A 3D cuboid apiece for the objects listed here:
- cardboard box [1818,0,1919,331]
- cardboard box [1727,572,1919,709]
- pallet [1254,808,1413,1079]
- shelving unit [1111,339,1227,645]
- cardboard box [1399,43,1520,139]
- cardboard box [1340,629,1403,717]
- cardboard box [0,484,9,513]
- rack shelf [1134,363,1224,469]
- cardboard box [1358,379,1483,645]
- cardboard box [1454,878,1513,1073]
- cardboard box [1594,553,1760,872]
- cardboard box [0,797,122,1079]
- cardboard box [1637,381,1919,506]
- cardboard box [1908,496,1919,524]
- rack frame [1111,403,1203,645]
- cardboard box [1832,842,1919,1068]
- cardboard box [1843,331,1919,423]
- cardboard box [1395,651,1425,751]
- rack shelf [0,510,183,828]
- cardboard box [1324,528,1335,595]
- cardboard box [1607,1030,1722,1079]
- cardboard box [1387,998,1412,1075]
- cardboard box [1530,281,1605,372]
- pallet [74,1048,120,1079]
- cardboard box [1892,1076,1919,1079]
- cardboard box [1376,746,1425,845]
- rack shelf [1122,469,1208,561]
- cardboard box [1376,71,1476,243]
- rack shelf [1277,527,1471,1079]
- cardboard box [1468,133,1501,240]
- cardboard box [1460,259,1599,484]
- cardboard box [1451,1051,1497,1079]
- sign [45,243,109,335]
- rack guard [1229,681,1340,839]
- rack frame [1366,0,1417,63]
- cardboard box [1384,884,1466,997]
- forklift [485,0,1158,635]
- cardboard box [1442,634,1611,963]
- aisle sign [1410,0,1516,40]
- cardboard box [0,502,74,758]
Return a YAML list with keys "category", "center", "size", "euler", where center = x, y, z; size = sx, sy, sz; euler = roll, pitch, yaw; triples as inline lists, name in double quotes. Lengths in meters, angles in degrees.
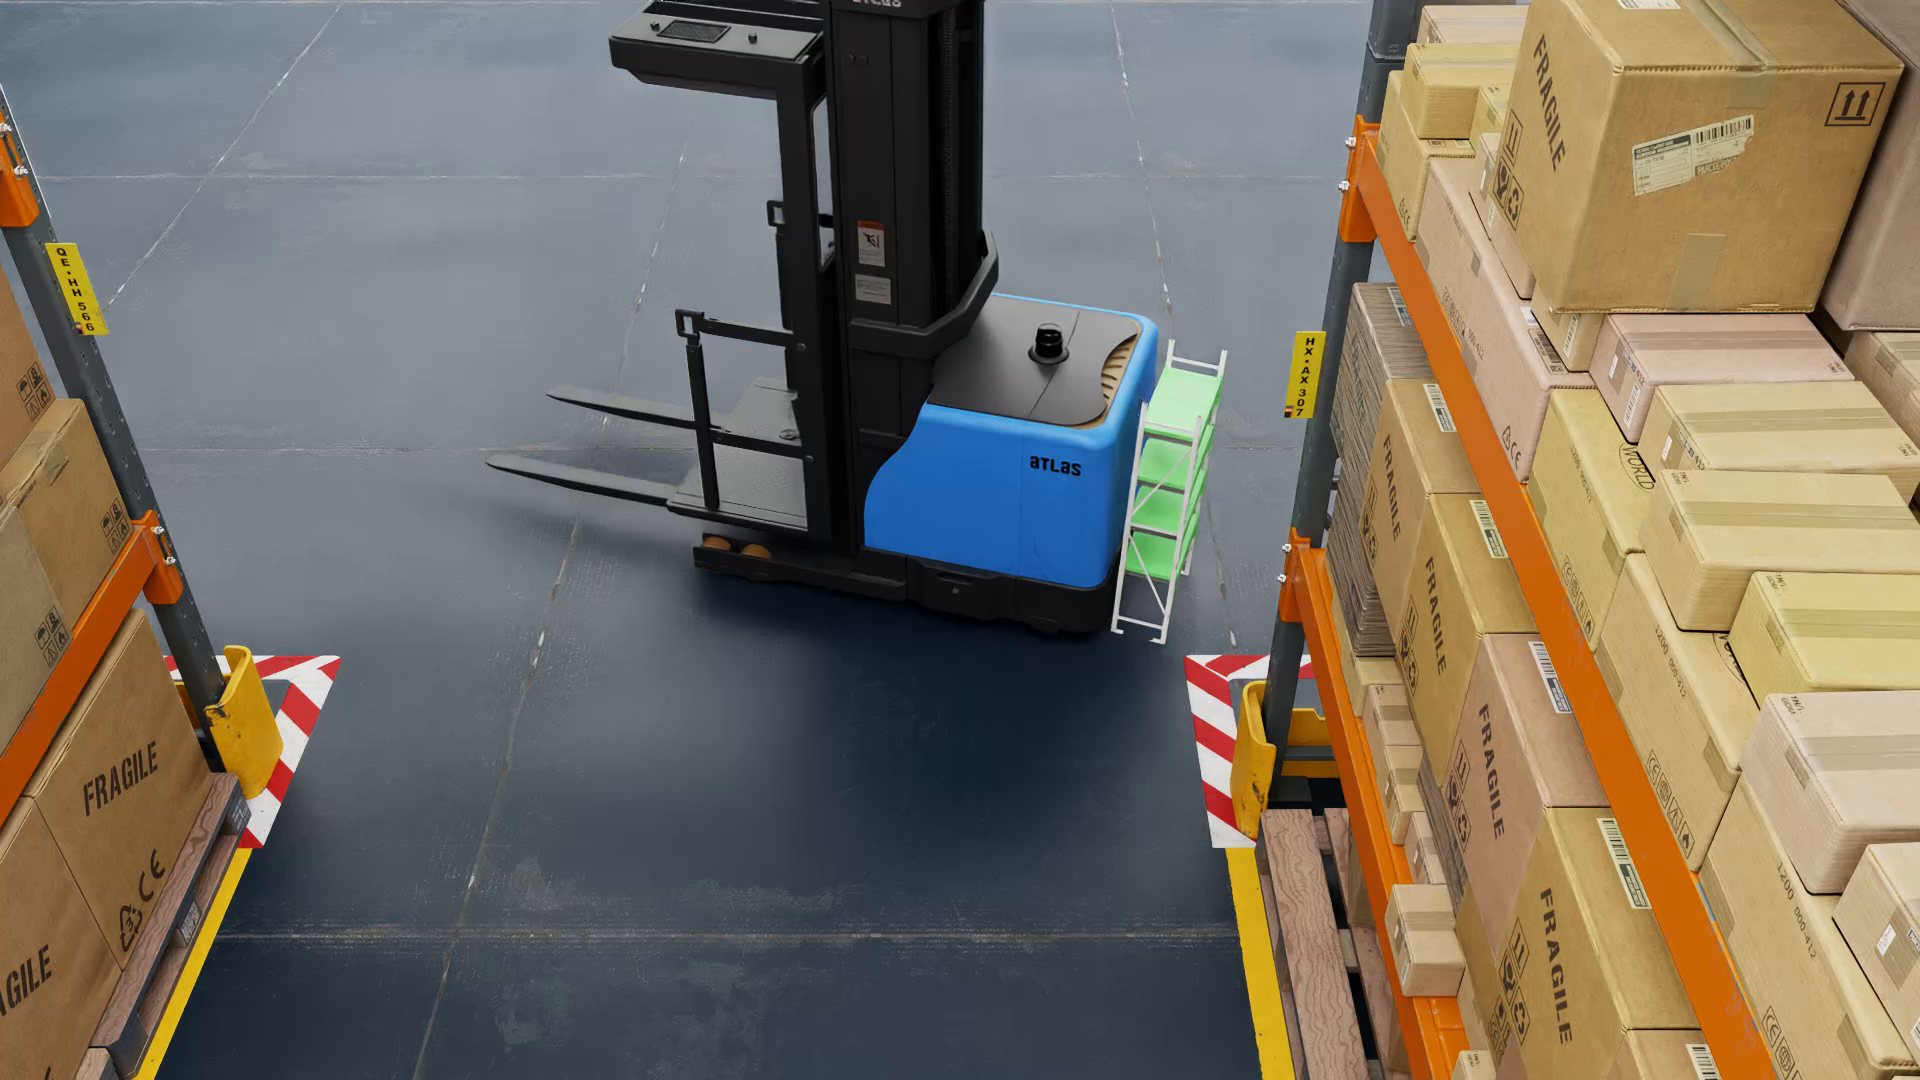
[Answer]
- category: "cardboard box"
  center: [1.902, -0.740, 3.158]
  size: [0.500, 0.500, 0.500]
  euler: [0, 39, 0]
- category: "cardboard box"
  center: [1.414, 0.185, 2.523]
  size: [0.380, 0.149, 0.250]
  euler: [1, 39, 2]
- category: "pallet"
  center: [1.613, 1.456, 5.765]
  size: [1.003, 0.211, 1.213]
  euler: [0, 39, 0]
- category: "shelving unit"
  center: [0.874, -0.187, 7.015]
  size: [0.258, 1.200, 0.503]
  euler: [14, 41, 12]
- category: "cardboard box"
  center: [1.320, -1.121, 4.153]
  size: [0.380, 0.149, 0.250]
  euler: [1, 39, 1]
- category: "cardboard box"
  center: [1.375, 0.401, 5.052]
  size: [0.380, 0.149, 0.250]
  euler: [0, 39, 0]
- category: "cardboard box"
  center: [-3.258, -0.152, 4.557]
  size: [0.875, 0.550, 0.550]
  euler: [0, 39, 0]
- category: "rack shelf"
  center: [0.892, -0.508, 6.750]
  size: [0.258, 0.148, 0.480]
  euler: [14, 41, 12]
- category: "cardboard box"
  center: [1.369, -0.076, 4.329]
  size: [0.500, 0.500, 0.500]
  euler: [0, 39, 0]
- category: "cardboard box"
  center: [1.687, 0.939, 3.862]
  size: [0.875, 0.500, 0.500]
  euler: [0, 39, 0]
- category: "cardboard box"
  center: [1.394, 0.271, 2.734]
  size: [0.500, 0.250, 0.500]
  euler: [0, 39, 0]
- category: "cardboard box"
  center: [-3.243, 1.392, 4.978]
  size: [0.875, 0.875, 0.875]
  euler: [-1, 39, -1]
- category: "cardboard box"
  center: [1.444, -0.150, 2.941]
  size: [0.380, 0.149, 0.250]
  euler: [-1, 39, -2]
- category: "cardboard box"
  center: [1.903, -0.051, 3.137]
  size: [0.500, 0.250, 0.500]
  euler: [-1, 39, -1]
- category: "rack frame"
  center: [0.798, -0.042, 6.834]
  size: [0.240, 1.200, 0.015]
  euler: [14, 41, 12]
- category: "cardboard box"
  center: [1.367, 0.519, 2.106]
  size: [0.380, 0.149, 0.250]
  euler: [-2, 39, -2]
- category: "cardboard box"
  center: [1.907, -0.297, 3.124]
  size: [0.380, 0.149, 0.250]
  euler: [-2, 39, -2]
- category: "cardboard box"
  center: [1.741, 0.314, 4.642]
  size: [0.875, 0.500, 0.500]
  euler: [0, 39, 0]
- category: "rack shelf"
  center: [-3.311, 1.284, 4.325]
  size: [1.077, 0.370, 4.000]
  euler: [0, 39, 0]
- category: "cardboard box"
  center: [1.409, 0.089, 5.442]
  size: [0.380, 0.149, 0.250]
  euler: [0, 39, 0]
- category: "cardboard box"
  center: [1.374, 1.174, 2.769]
  size: [0.500, 0.500, 0.500]
  euler: [0, 39, 0]
- category: "cardboard box"
  center: [1.666, 1.388, 5.282]
  size: [0.500, 0.500, 0.500]
  euler: [10, 40, 12]
- category: "cardboard box"
  center: [1.384, -0.470, 3.340]
  size: [0.380, 0.149, 0.250]
  euler: [-2, 39, -2]
- category: "pallet"
  center: [-3.235, 2.102, 4.959]
  size: [1.003, 0.211, 1.213]
  euler: [0, 39, 0]
- category: "cardboard box"
  center: [1.390, 0.917, 1.929]
  size: [0.500, 0.250, 0.500]
  euler: [1, 39, 2]
- category: "cardboard box"
  center: [1.390, 0.714, 4.661]
  size: [0.380, 0.149, 0.250]
  euler: [0, 39, 0]
- category: "rack shelf"
  center: [0.871, -0.138, 7.056]
  size: [0.258, 0.148, 0.480]
  euler: [14, 41, 12]
- category: "cardboard box"
  center: [1.389, -0.998, 4.319]
  size: [0.500, 0.250, 0.500]
  euler: [1, 39, 1]
- category: "rack shelf"
  center: [1.649, 1.344, 4.250]
  size: [1.077, 0.370, 4.000]
  euler: [0, 39, 0]
- category: "cardboard box"
  center: [1.372, -0.793, 3.743]
  size: [0.380, 0.149, 0.250]
  euler: [1, 39, 2]
- category: "cardboard box"
  center: [1.392, -0.366, 3.529]
  size: [0.500, 0.250, 0.500]
  euler: [0, 39, 0]
- category: "cardboard box"
  center: [1.370, 1.339, 3.881]
  size: [0.380, 0.149, 0.250]
  euler: [0, 39, 0]
- category: "sign"
  center: [-2.770, -0.784, 5.214]
  size: [0.100, 0.325, 0.005]
  euler: [0, 39, 0]
- category: "rack guard"
  center: [1.647, 0.835, 6.308]
  size: [1.175, 0.500, 0.348]
  euler: [0, 39, 0]
- category: "rack frame"
  center: [1.647, -2.529, 3.710]
  size: [1.000, 3.000, 0.127]
  euler: [0, 39, 0]
- category: "cardboard box"
  center: [1.314, 1.027, 4.271]
  size: [0.380, 0.149, 0.250]
  euler: [0, 39, 0]
- category: "forklift"
  center: [-0.698, -1.261, 6.980]
  size: [3.031, 2.935, 1.130]
  euler: [11, 40, 13]
- category: "cardboard box"
  center: [1.377, 0.549, 3.549]
  size: [0.500, 0.500, 0.500]
  euler: [0, 39, 0]
- category: "aisle sign"
  center: [1.347, -1.241, 4.821]
  size: [0.394, 0.787, 0.004]
  euler: [0, 39, 0]
- category: "cardboard box"
  center: [-3.245, 0.270, 4.895]
  size: [0.875, 0.550, 0.550]
  euler: [0, 39, 0]
